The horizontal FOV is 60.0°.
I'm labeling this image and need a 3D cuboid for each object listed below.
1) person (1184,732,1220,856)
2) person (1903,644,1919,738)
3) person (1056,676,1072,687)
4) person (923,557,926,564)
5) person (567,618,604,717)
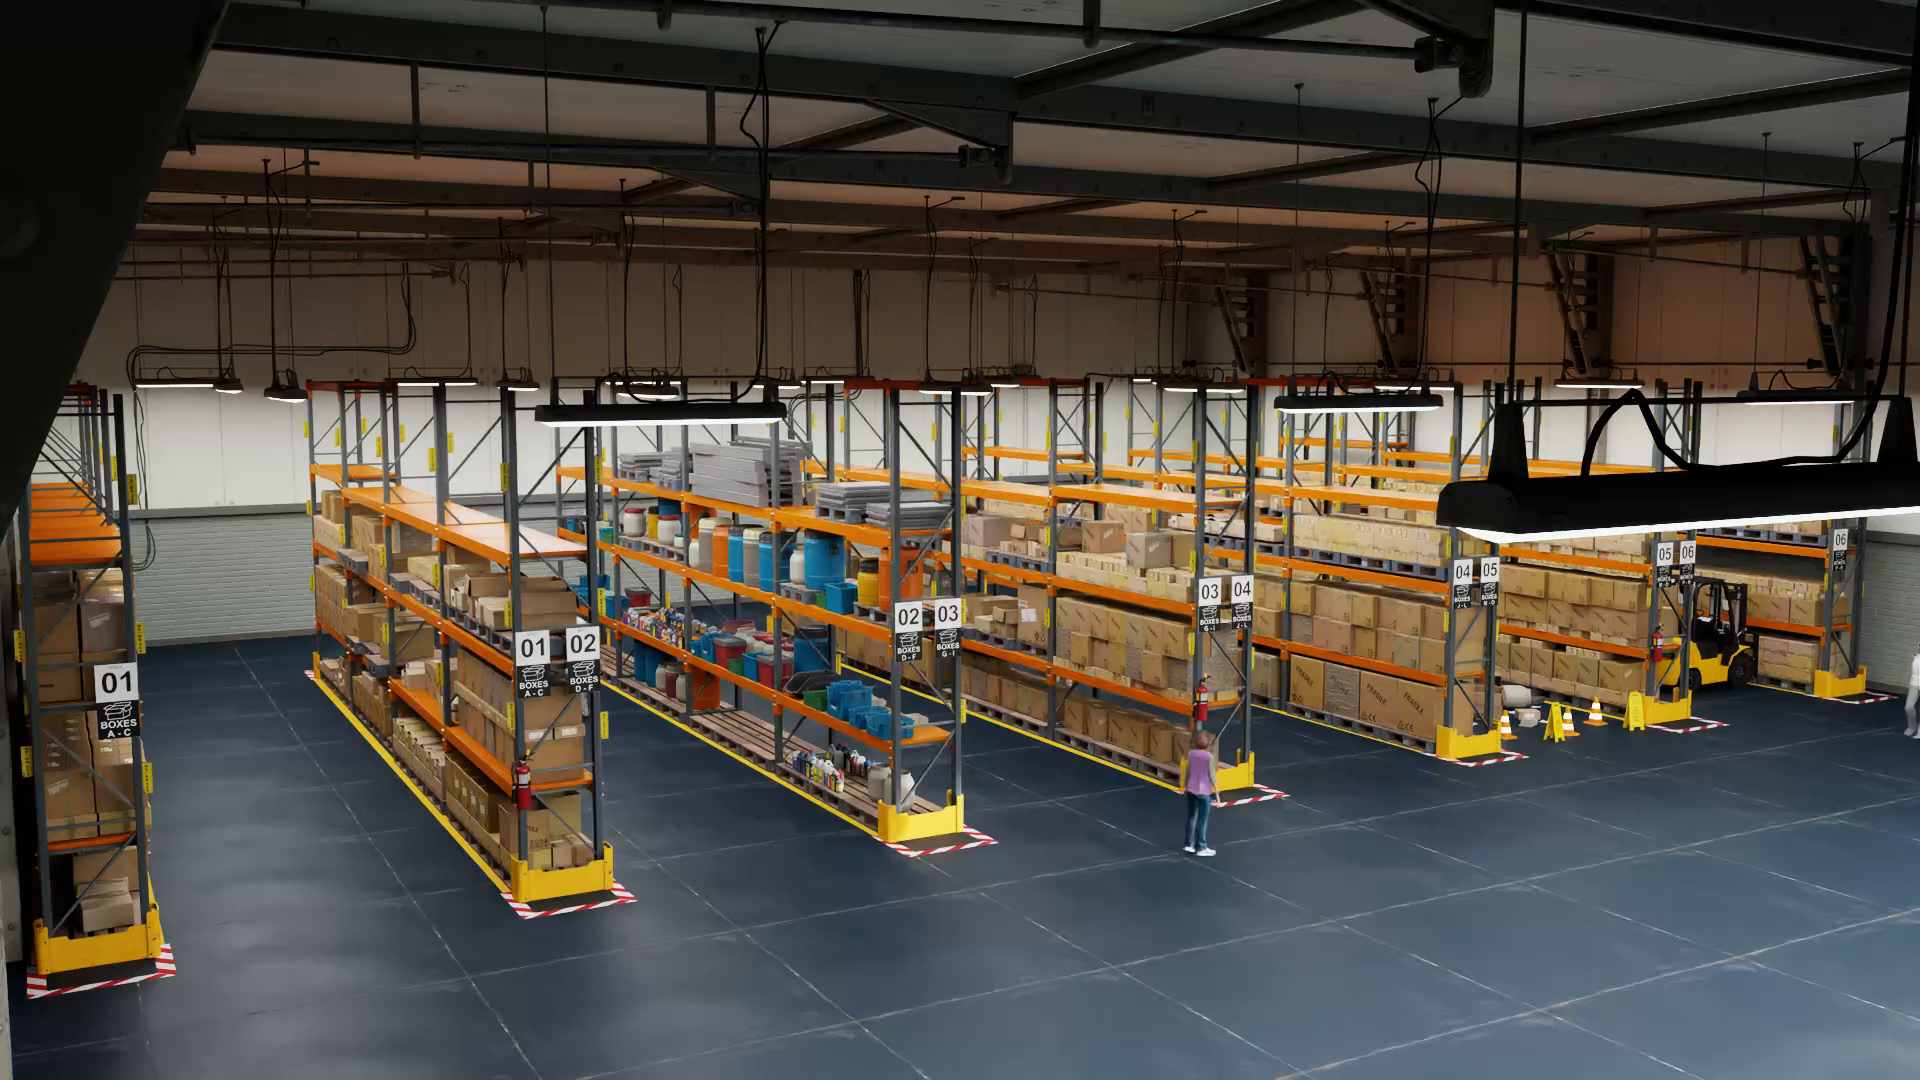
[{"bbox_3d":[3.098,3.295,21.431,0.506,1.658,0.332,6,8,42],"label":"person"},{"bbox_3d":[16.300,2.521,28.178,0.475,1.718,0.451,6,8,44],"label":"person"},{"bbox_3d":[1.876,1.930,32.083,0.626,1.889,0.383,2,6,14],"label":"person"},{"bbox_3d":[-1.079,0.862,43.399,0.563,1.698,0.730,6,8,44],"label":"person"},{"bbox_3d":[-6.737,2.266,29.902,0.671,1.725,1.056,-4,7,-31],"label":"person"}]
